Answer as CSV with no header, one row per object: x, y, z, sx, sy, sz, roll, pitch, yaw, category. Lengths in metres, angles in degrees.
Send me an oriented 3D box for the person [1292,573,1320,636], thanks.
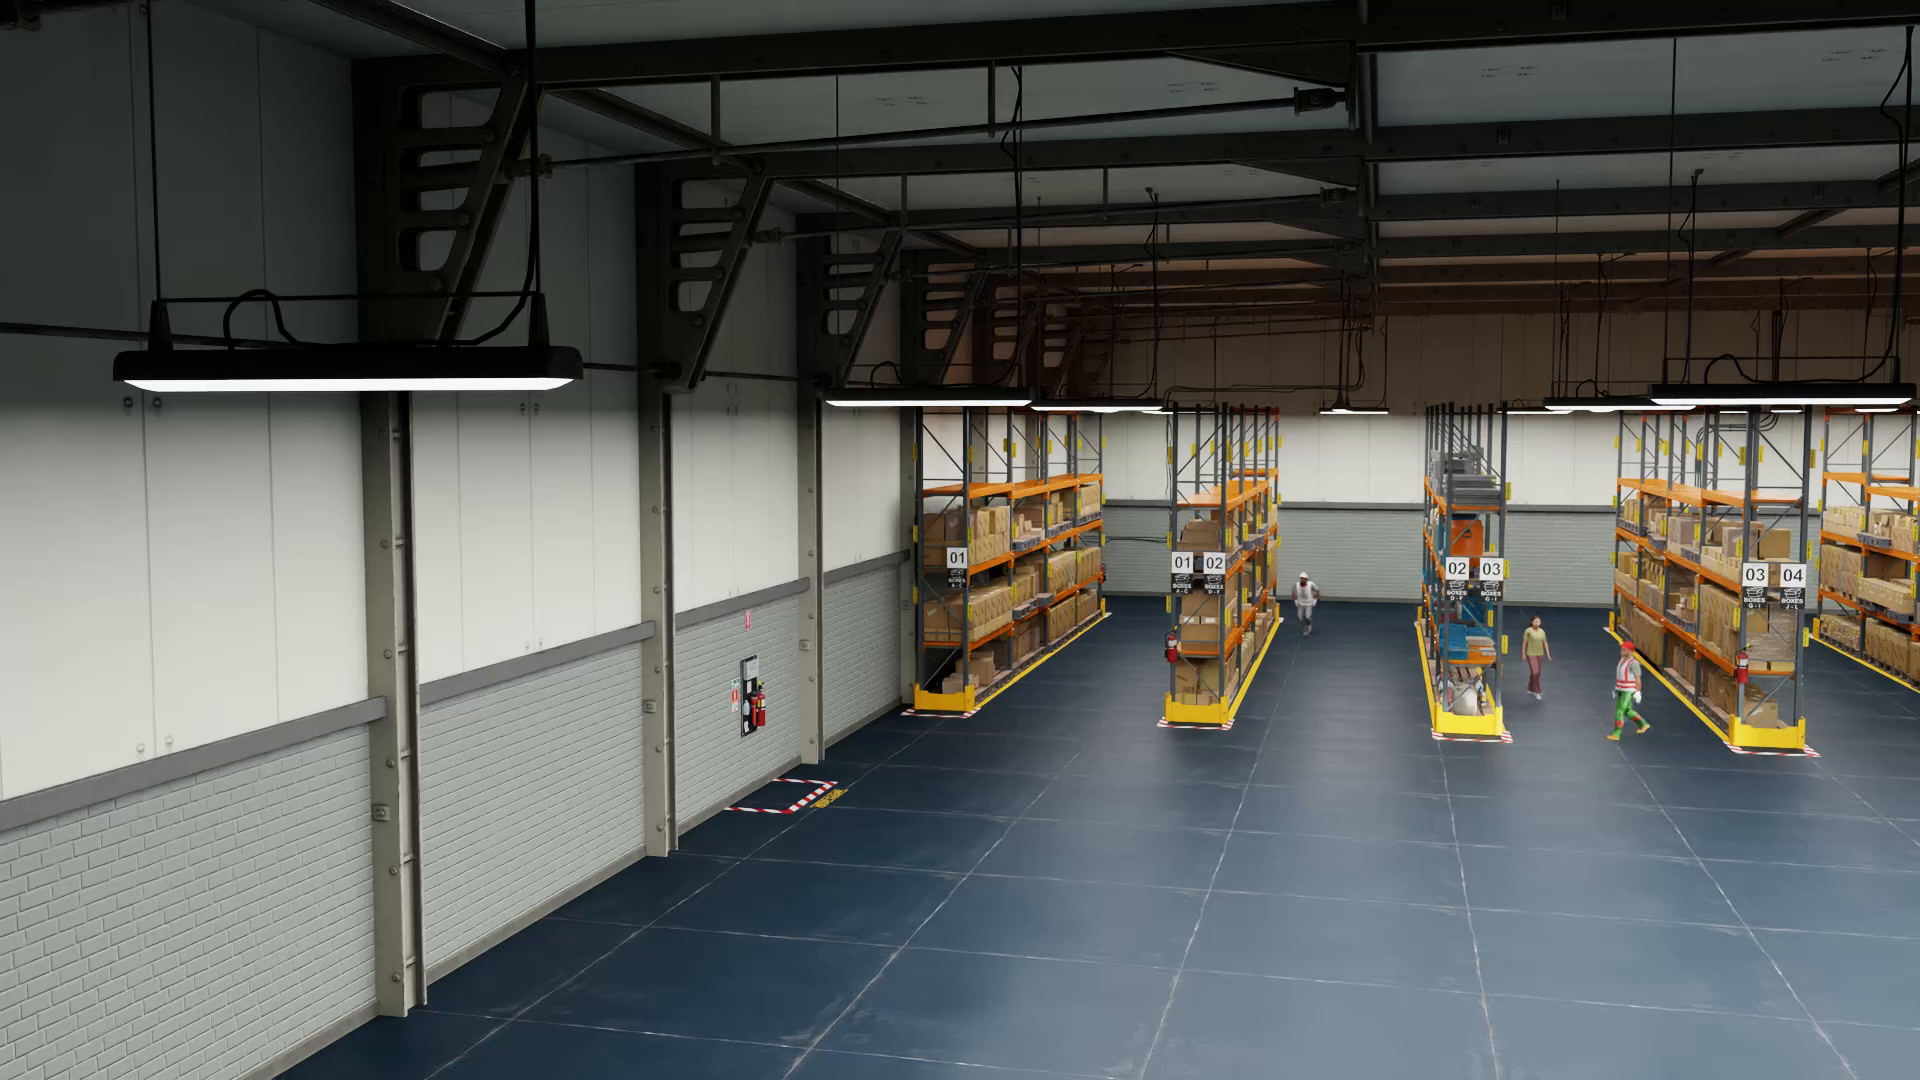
9.027,1.680,43.434,0.721,1.681,0.658,2,5,23,person

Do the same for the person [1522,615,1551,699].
11.795,2.407,34.024,0.515,1.746,0.528,-1,4,-13,person

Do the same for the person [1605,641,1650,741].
11.852,2.666,29.464,1.019,1.753,0.539,-1,4,-15,person
